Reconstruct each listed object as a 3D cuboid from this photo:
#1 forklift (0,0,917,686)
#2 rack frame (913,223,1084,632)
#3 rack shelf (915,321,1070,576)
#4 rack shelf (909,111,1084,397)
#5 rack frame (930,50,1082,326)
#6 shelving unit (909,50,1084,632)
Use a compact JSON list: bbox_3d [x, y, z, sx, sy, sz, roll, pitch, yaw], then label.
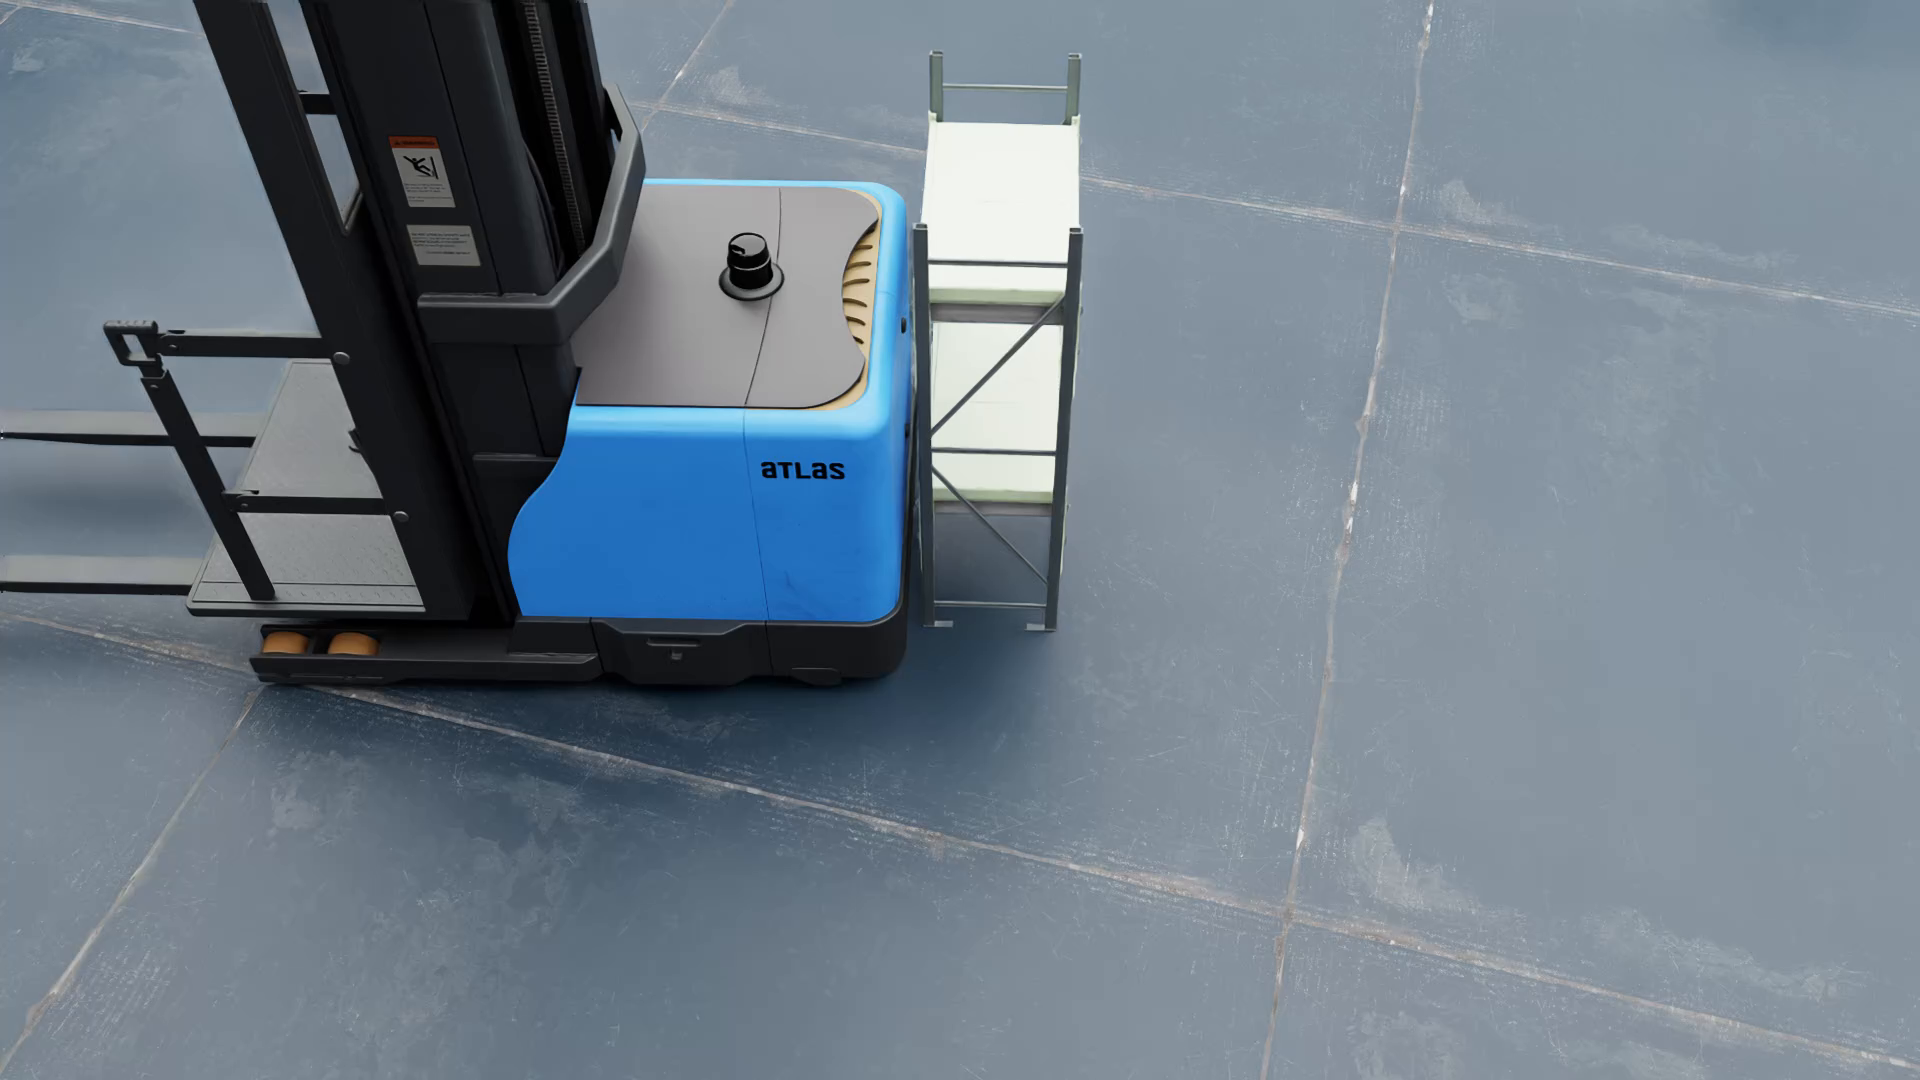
[{"bbox_3d":[-1.664,-0.943,4.127,3.031,2.935,1.130,1,49,1],"label":"forklift"},{"bbox_3d":[0.090,-0.234,4.456,0.400,1.500,0.023,2,49,2],"label":"rack frame"},{"bbox_3d":[0.105,-0.293,4.943,0.431,0.370,0.720,2,49,2],"label":"rack shelf"},{"bbox_3d":[0.105,-0.766,4.406,0.431,0.370,0.720,2,49,2],"label":"rack shelf"},{"bbox_3d":[0.120,-0.782,4.940,0.400,1.500,0.023,2,49,2],"label":"rack frame"},{"bbox_3d":[0.105,-0.508,4.698,0.431,1.500,0.755,2,49,2],"label":"shelving unit"}]
